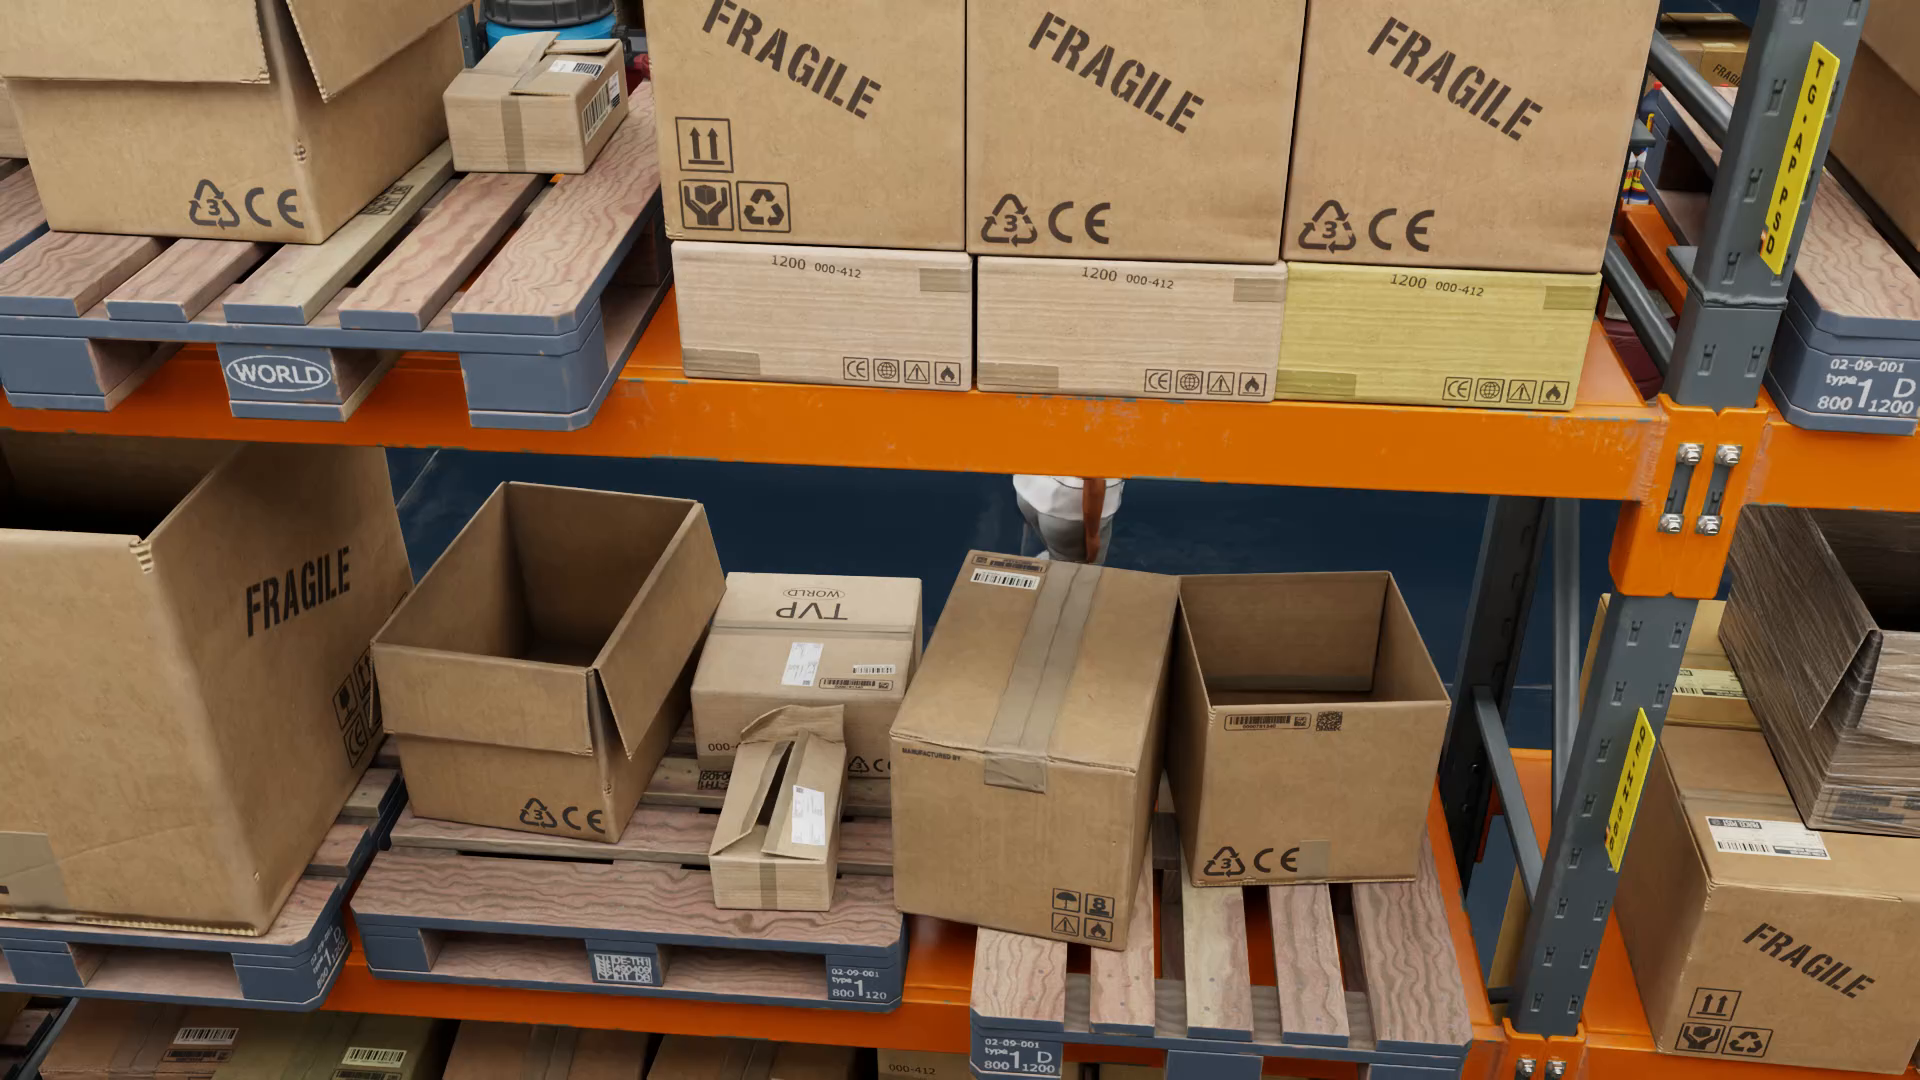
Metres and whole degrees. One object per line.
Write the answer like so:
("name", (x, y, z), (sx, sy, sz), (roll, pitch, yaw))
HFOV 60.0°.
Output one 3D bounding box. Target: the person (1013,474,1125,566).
("person", (0.385, -0.143, 6.354), (0.521, 1.660, 0.559), (-15, 35, -23))
